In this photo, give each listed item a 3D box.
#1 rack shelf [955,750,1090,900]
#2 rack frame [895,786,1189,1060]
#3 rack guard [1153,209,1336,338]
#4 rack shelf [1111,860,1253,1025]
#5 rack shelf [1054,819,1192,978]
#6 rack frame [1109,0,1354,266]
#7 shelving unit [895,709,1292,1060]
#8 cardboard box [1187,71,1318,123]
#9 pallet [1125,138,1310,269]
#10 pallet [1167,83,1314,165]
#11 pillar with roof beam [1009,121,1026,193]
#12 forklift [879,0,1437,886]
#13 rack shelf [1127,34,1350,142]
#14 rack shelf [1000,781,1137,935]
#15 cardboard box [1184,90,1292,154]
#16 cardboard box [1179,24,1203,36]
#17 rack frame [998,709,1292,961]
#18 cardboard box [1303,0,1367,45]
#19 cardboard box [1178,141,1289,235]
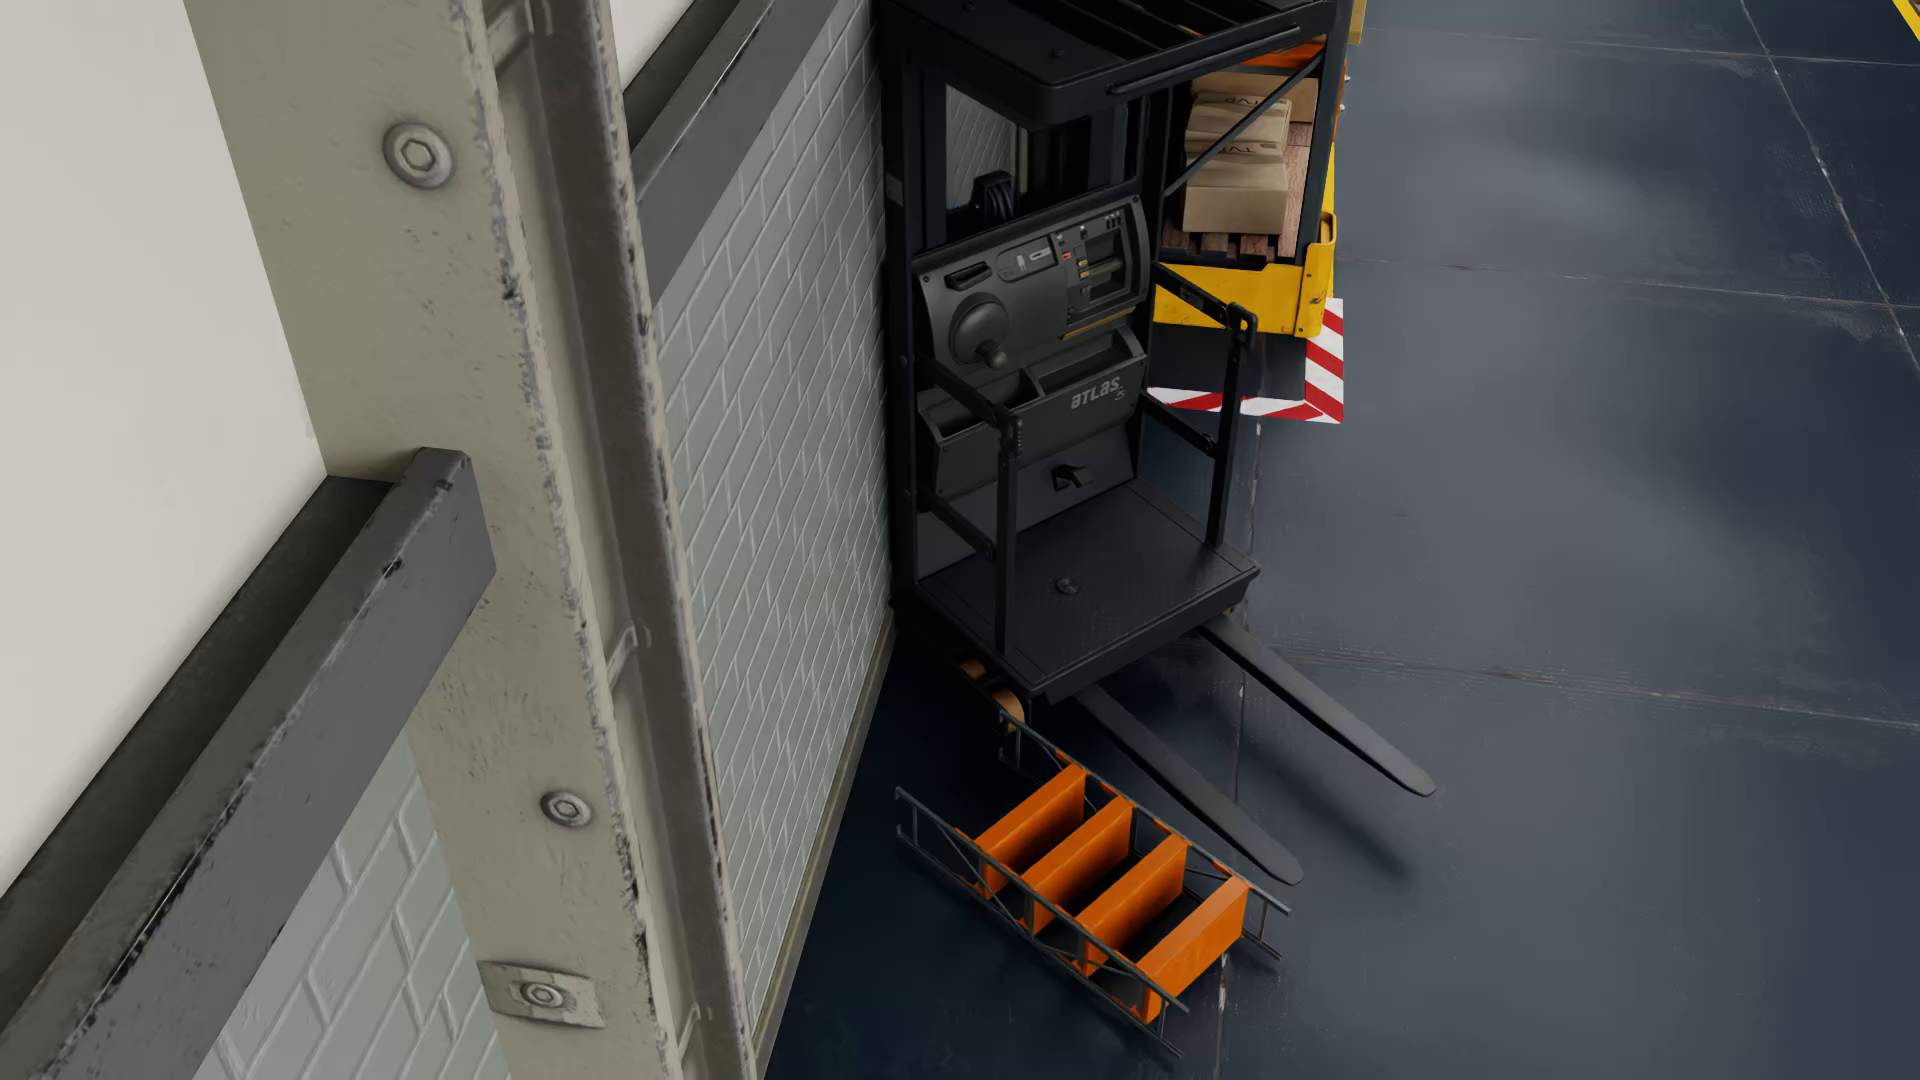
[{"bbox_3d":[0.203,0.928,5.397,0.148,0.258,0.480,32,49,33],"label":"rack shelf"},{"bbox_3d":[0.220,1.158,5.119,1.200,0.240,0.015,32,49,33],"label":"rack frame"},{"bbox_3d":[1.168,-1.321,7.955,1.175,0.500,0.348,6,40,8],"label":"rack guard"},{"bbox_3d":[0.671,1.223,5.039,0.148,0.258,0.480,32,49,33],"label":"rack shelf"},{"bbox_3d":[0.503,1.117,5.168,0.148,0.258,0.480,32,49,33],"label":"rack shelf"},{"bbox_3d":[1.155,-2.236,7.101,1.000,3.000,0.127,6,40,8],"label":"rack frame"},{"bbox_3d":[0.392,1.047,5.253,1.200,0.258,0.503,32,49,33],"label":"shelving unit"},{"bbox_3d":[1.638,-2.680,9.253,0.700,0.500,0.500,4,40,5],"label":"cardboard box"},{"bbox_3d":[1.343,-1.715,8.659,1.003,0.211,1.213,6,40,8],"label":"pallet"},{"bbox_3d":[1.557,-2.479,9.583,1.003,0.211,1.213,6,40,8],"label":"pallet"},{"bbox_3d":[4.664,-4.609,5.262,9.100,9.000,0.400,6,40,8],"label":"pillar with roof beam"},{"bbox_3d":[0.389,-0.795,5.412,1.130,2.935,3.031,-25,46,-27],"label":"forklift"},{"bbox_3d":[1.501,-3.214,8.848,1.077,0.370,4.000,6,40,8],"label":"rack shelf"},{"bbox_3d":[0.344,1.017,5.289,0.148,0.258,0.480,32,49,33],"label":"rack shelf"},{"bbox_3d":[1.462,-2.152,8.764,0.500,0.311,0.500,10,41,11],"label":"cardboard box"},{"bbox_3d":[1.045,-2.501,7.523,0.500,0.250,0.500,7,40,8],"label":"cardboard box"},{"bbox_3d":[0.564,0.937,5.386,1.200,0.240,0.015,32,49,33],"label":"rack frame"},{"bbox_3d":[1.552,-2.458,7.470,0.500,0.250,0.500,5,40,6],"label":"cardboard box"},{"bbox_3d":[1.363,-1.794,8.331,0.500,0.311,0.500,2,40,3],"label":"cardboard box"}]
